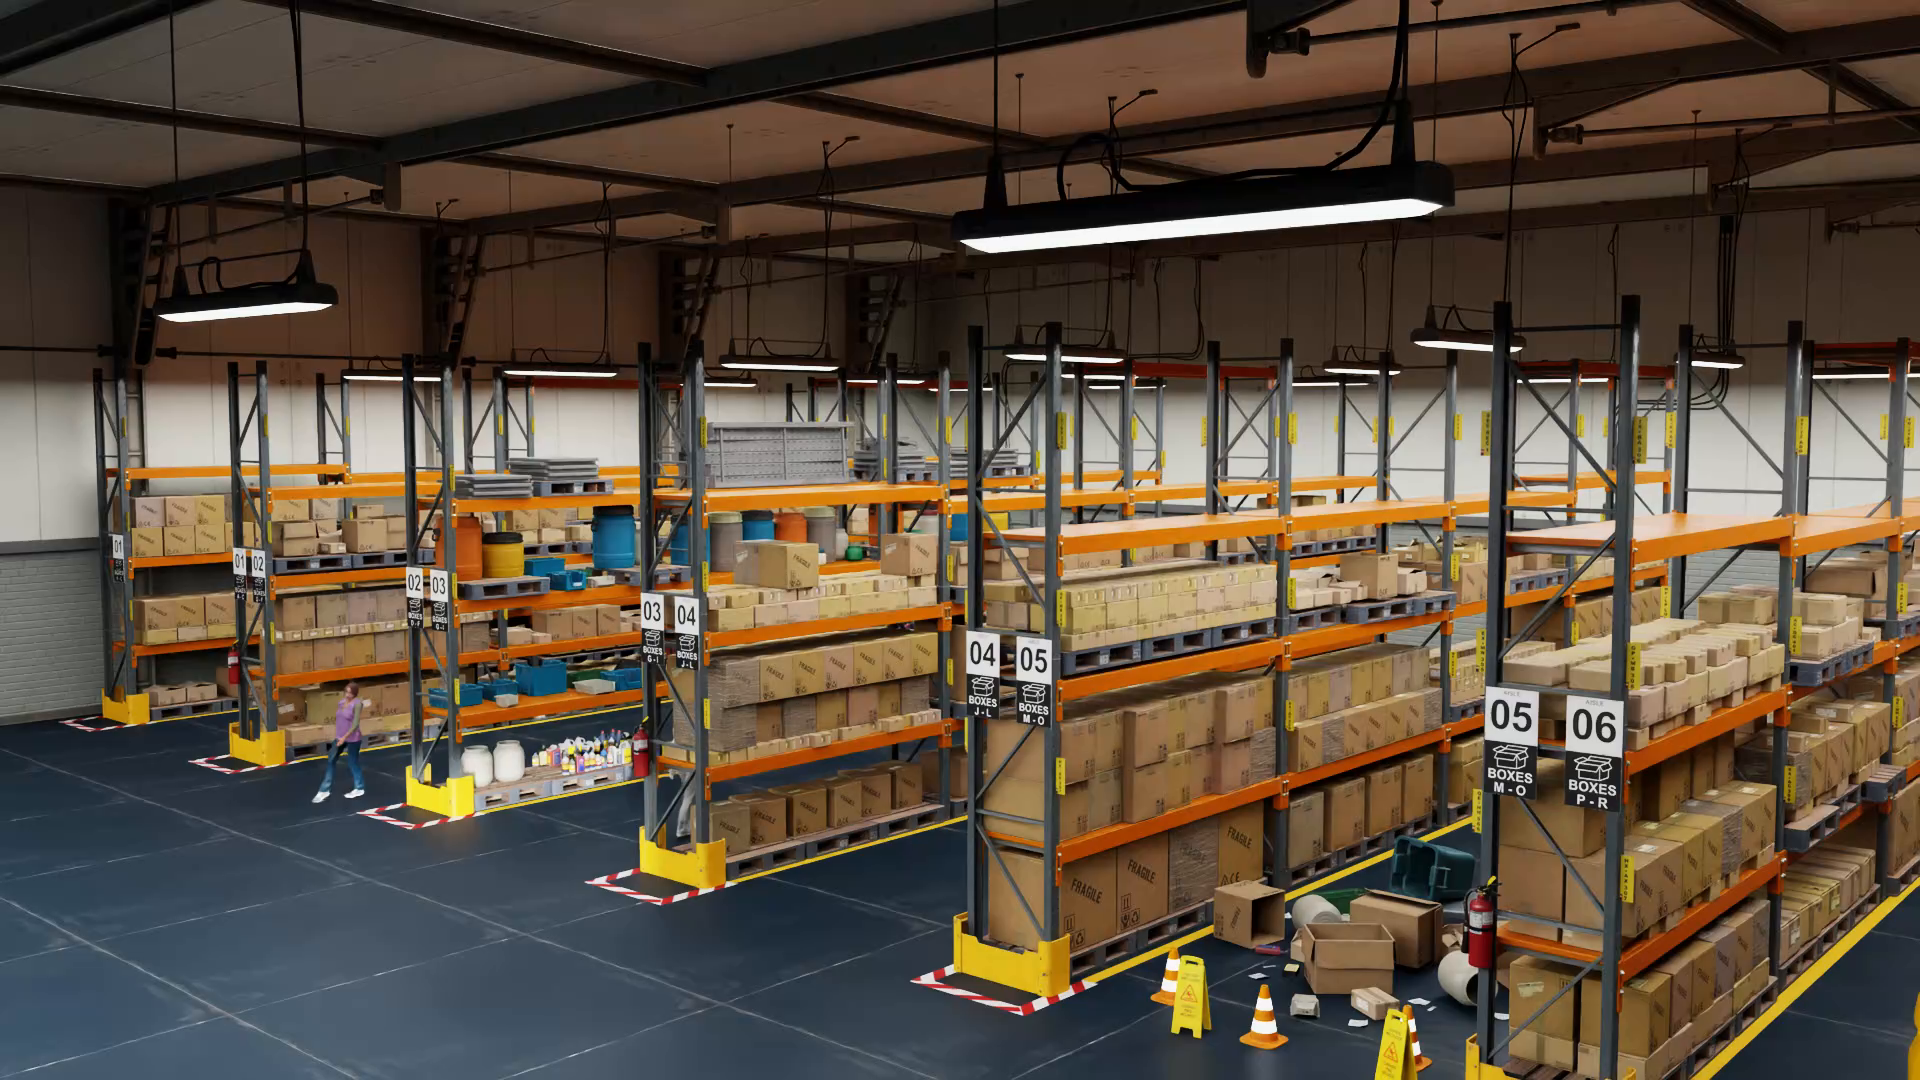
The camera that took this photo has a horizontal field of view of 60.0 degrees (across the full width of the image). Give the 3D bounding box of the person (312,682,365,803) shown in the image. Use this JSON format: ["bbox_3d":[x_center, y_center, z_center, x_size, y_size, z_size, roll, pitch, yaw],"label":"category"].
[{"bbox_3d":[-8.355,2.720,22.458,0.558,1.590,0.616,2,4,21],"label":"person"}]

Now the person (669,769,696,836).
[{"bbox_3d":[-3.309,2.837,20.581,0.507,1.722,0.653,2,5,26],"label":"person"}]
